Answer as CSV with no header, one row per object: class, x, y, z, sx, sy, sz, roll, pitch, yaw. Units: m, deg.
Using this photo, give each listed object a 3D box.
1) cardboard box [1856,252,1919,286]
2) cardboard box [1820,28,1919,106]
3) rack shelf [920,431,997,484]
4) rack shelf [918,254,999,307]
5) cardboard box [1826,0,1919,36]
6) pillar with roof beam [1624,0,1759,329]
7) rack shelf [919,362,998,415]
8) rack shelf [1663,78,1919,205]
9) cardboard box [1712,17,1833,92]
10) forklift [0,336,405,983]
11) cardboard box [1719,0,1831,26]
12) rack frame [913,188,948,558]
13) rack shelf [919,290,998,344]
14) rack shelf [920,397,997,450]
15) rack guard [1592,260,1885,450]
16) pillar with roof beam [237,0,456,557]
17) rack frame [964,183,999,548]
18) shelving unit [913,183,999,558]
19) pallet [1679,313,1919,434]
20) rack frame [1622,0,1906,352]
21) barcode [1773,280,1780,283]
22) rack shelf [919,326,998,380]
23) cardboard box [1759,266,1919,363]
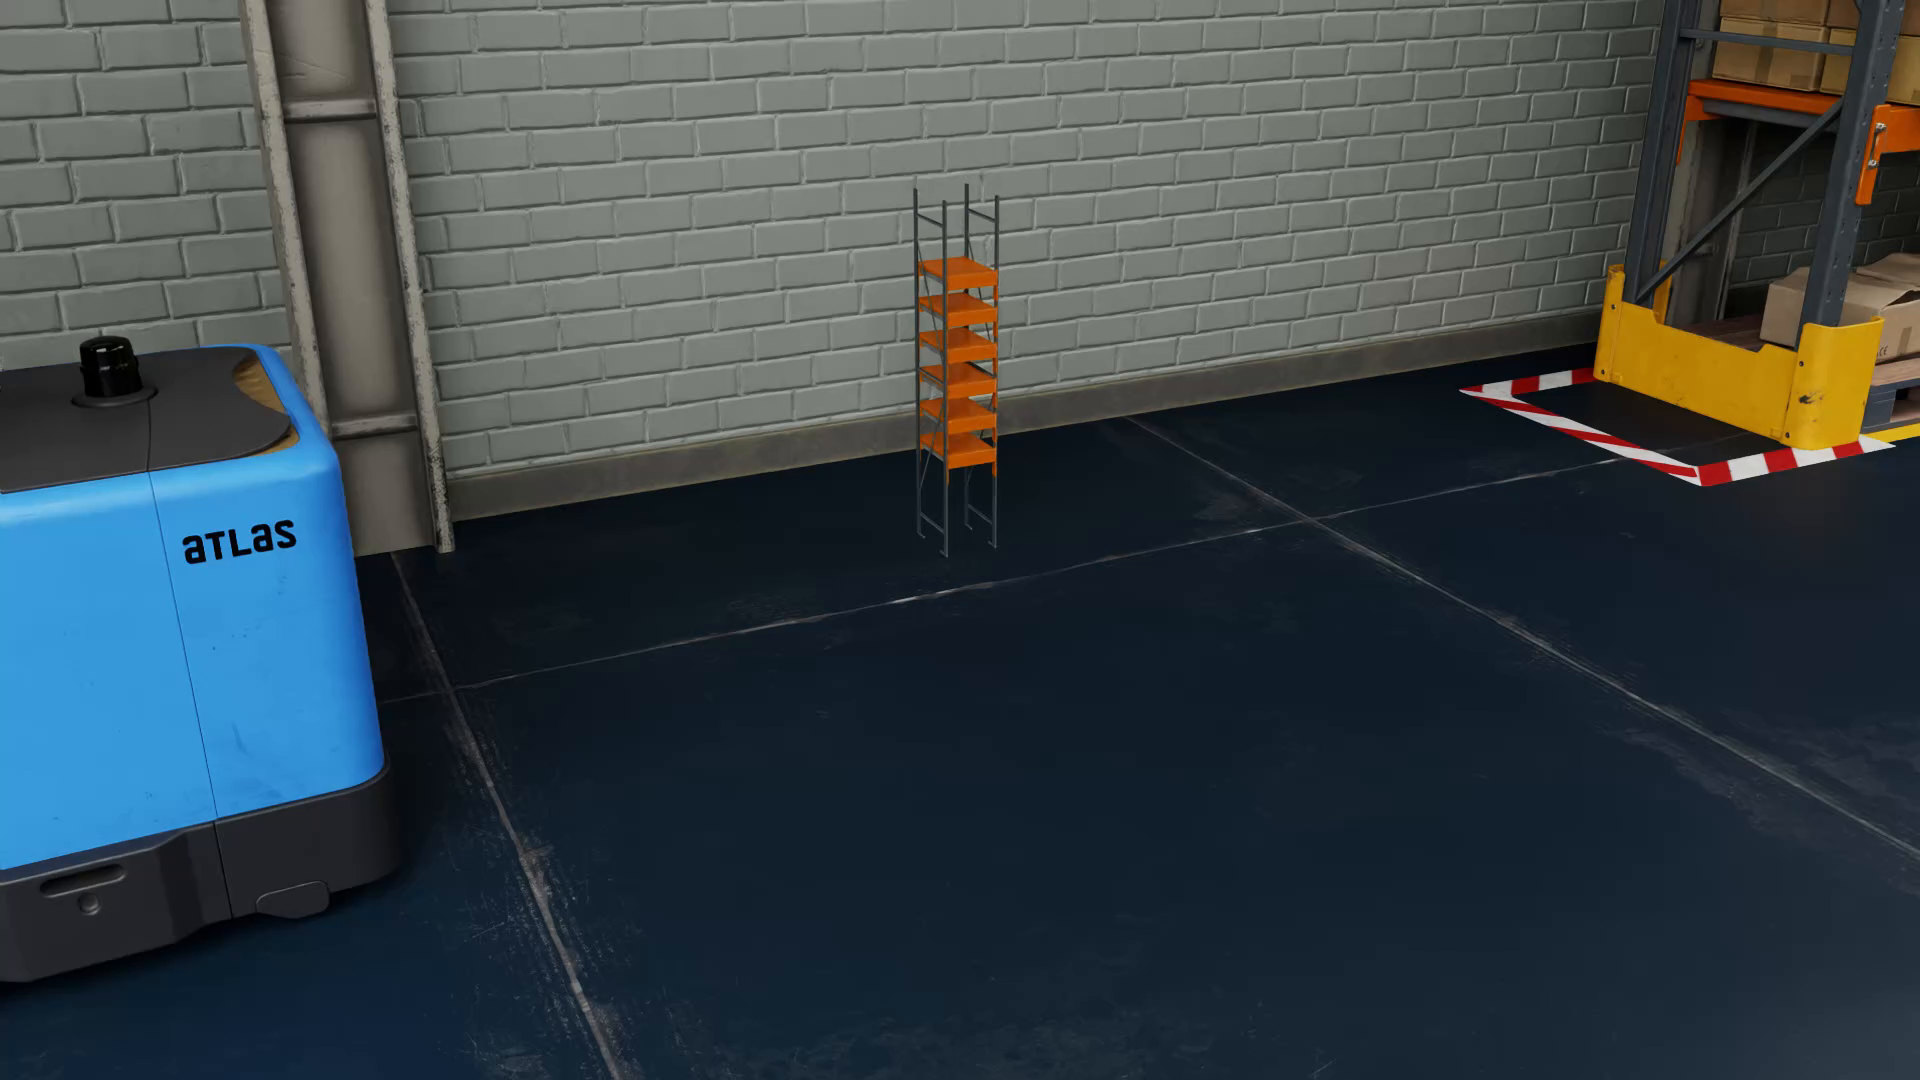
cardboard box,4.364,-1.090,7.402,0.500,0.311,0.500,-8,24,-19
cardboard box,3.765,-1.863,6.498,0.500,0.250,0.500,-11,25,-25
rack shelf,-0.013,-0.289,5.624,0.180,0.103,0.258,-10,25,-24
rack shelf,-0.013,-0.844,5.394,0.180,0.103,0.258,-10,25,-24
cardboard box,3.749,-2.213,6.364,0.500,0.500,0.500,-10,25,-24
pillar with roof beam,5.311,-3.654,2.811,0.400,9.000,9.100,-10,25,-24
rack shelf,-0.013,-0.511,5.532,0.180,0.103,0.258,-10,25,-24
rack shelf,4.990,-1.950,7.481,4.000,0.370,1.077,-10,25,-24
cardboard box,3.525,-2.035,6.915,0.500,0.250,0.500,-10,25,-23
forklift,-2.817,-0.442,2.985,3.031,2.935,1.130,-12,25,-26
cardboard box,3.521,-2.389,6.789,0.500,0.500,0.500,-11,25,-24
rack frame,-0.095,-0.537,5.478,0.006,1.200,0.240,-10,25,-24
rack shelf,-0.013,-0.733,5.440,0.180,0.103,0.258,-10,25,-24
rack shelf,-0.013,-0.400,5.578,0.180,0.103,0.258,-10,25,-24
rack guard,3.257,-0.809,7.050,0.348,0.500,1.175,-10,25,-24
pillar with roof beam,-0.096,-2.658,0.406,0.400,9.000,9.100,-10,25,-24
rack frame,0.069,-0.567,5.551,0.006,1.200,0.240,-10,25,-24
shelving unit,-0.013,-0.552,5.515,0.189,1.200,0.258,-10,25,-24
pallet,4.004,-0.798,7.401,1.213,0.211,1.003,-10,25,-24
rack frame,3.188,-1.951,6.541,0.127,3.000,1.000,-10,25,-24
barcode,3.693,-1.141,7.512,0.075,0.075,0.001,-10,25,-24
rack shelf,-0.013,-0.622,5.486,0.180,0.103,0.258,-10,25,-24
cardboard box,3.851,-0.996,7.174,0.500,0.311,0.500,-14,26,-30
